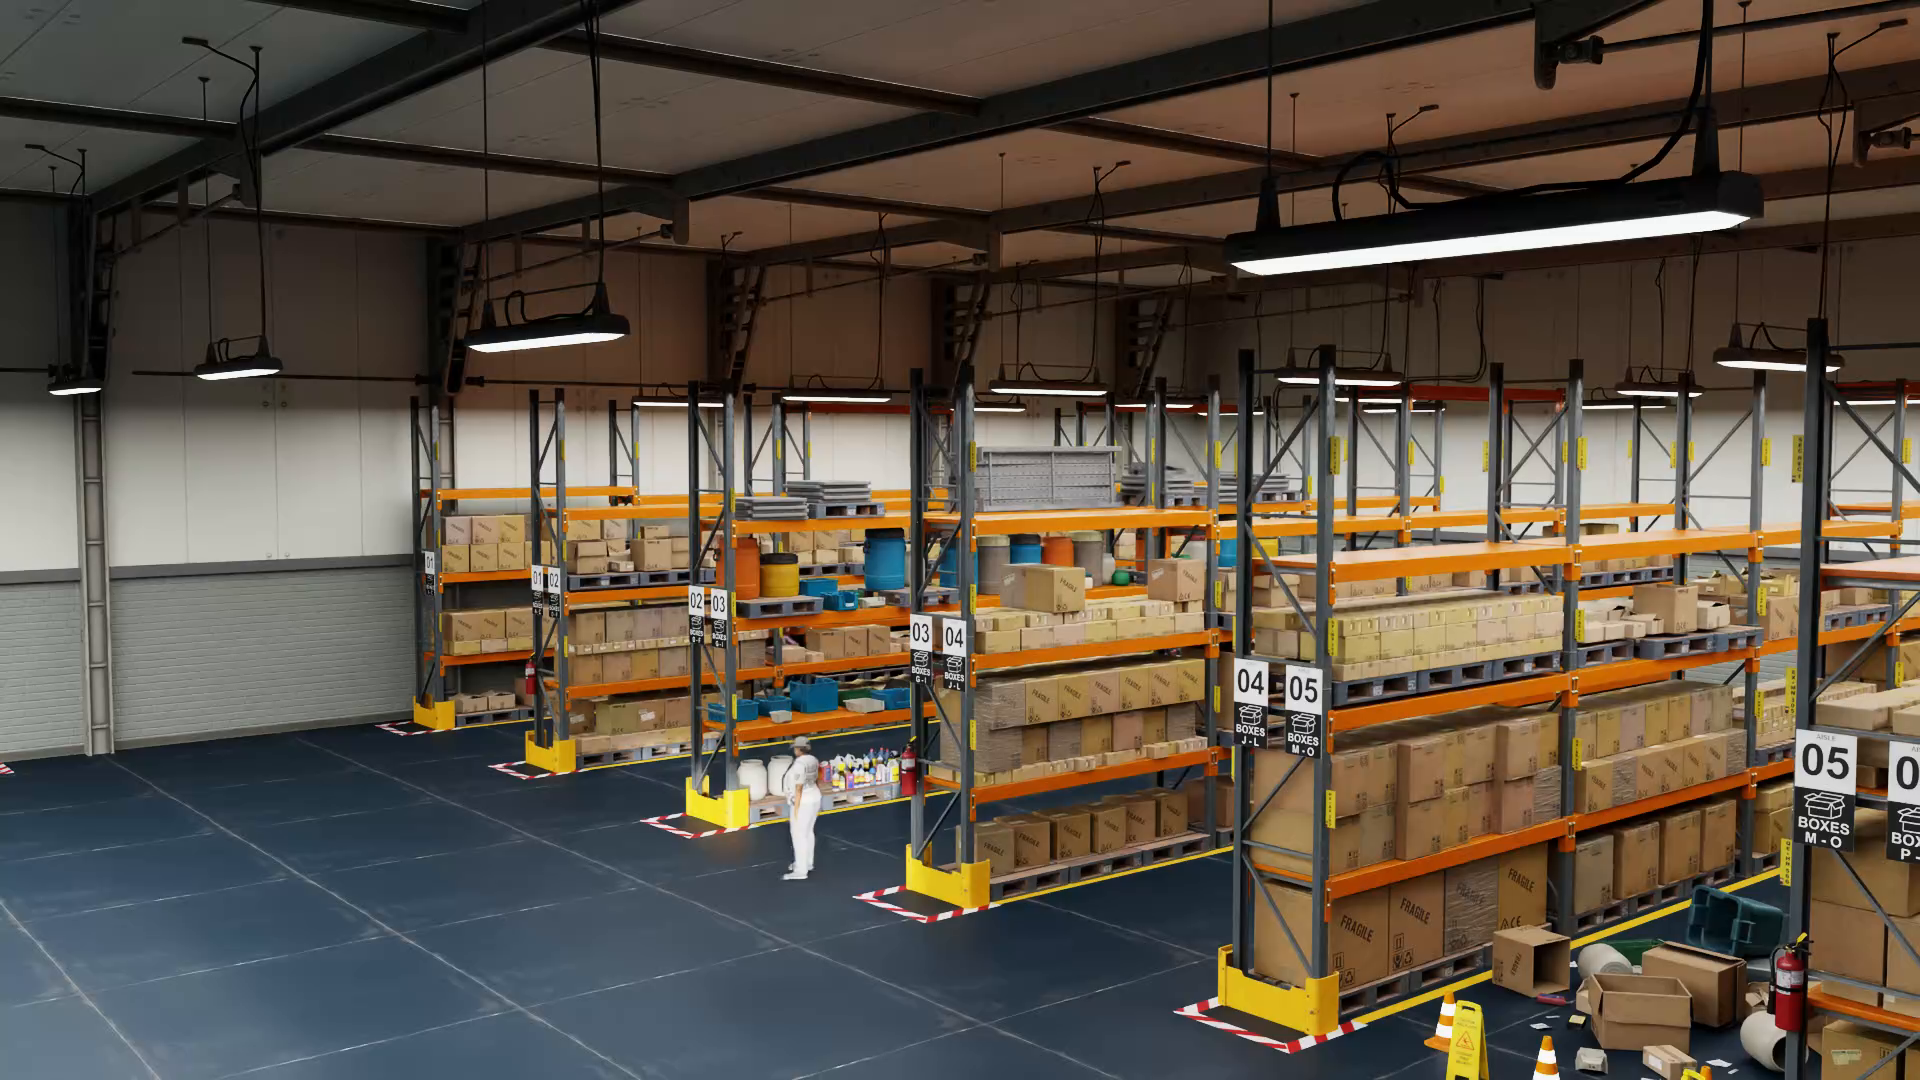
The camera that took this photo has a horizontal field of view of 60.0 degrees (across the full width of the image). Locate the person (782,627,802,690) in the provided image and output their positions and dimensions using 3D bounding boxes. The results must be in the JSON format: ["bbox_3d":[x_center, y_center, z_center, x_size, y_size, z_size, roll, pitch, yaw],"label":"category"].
[{"bbox_3d":[-3.352,2.441,32.750,0.446,1.601,0.460,0,3,-2],"label":"person"}]

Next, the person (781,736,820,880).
[{"bbox_3d":[-1.892,3.165,19.819,0.435,1.664,0.569,1,3,14],"label":"person"}]
